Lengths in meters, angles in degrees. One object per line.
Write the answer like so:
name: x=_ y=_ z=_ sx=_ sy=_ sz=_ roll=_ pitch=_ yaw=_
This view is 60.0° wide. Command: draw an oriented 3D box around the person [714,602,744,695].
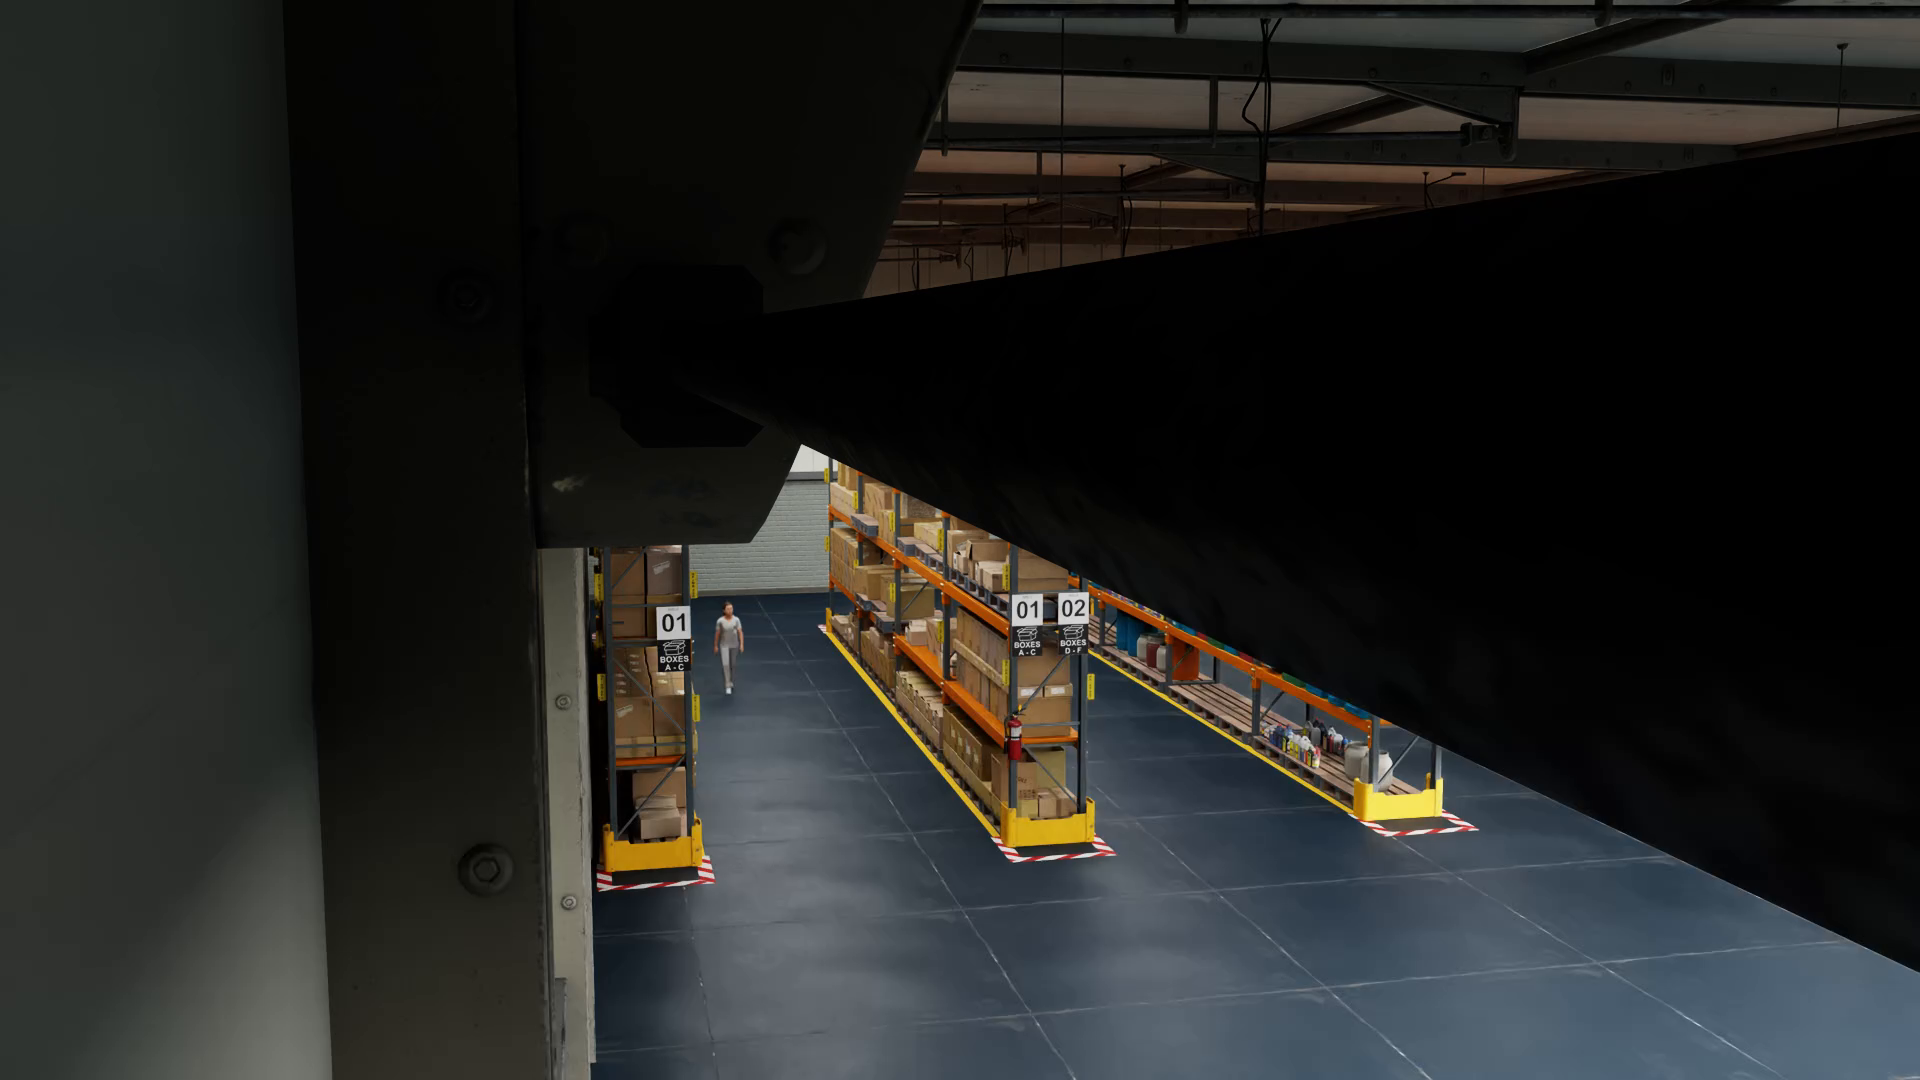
person: x=-4.170 y=1.933 z=30.107 sx=0.496 sy=1.600 sz=1.044 roll=-3 pitch=7 yaw=-21
